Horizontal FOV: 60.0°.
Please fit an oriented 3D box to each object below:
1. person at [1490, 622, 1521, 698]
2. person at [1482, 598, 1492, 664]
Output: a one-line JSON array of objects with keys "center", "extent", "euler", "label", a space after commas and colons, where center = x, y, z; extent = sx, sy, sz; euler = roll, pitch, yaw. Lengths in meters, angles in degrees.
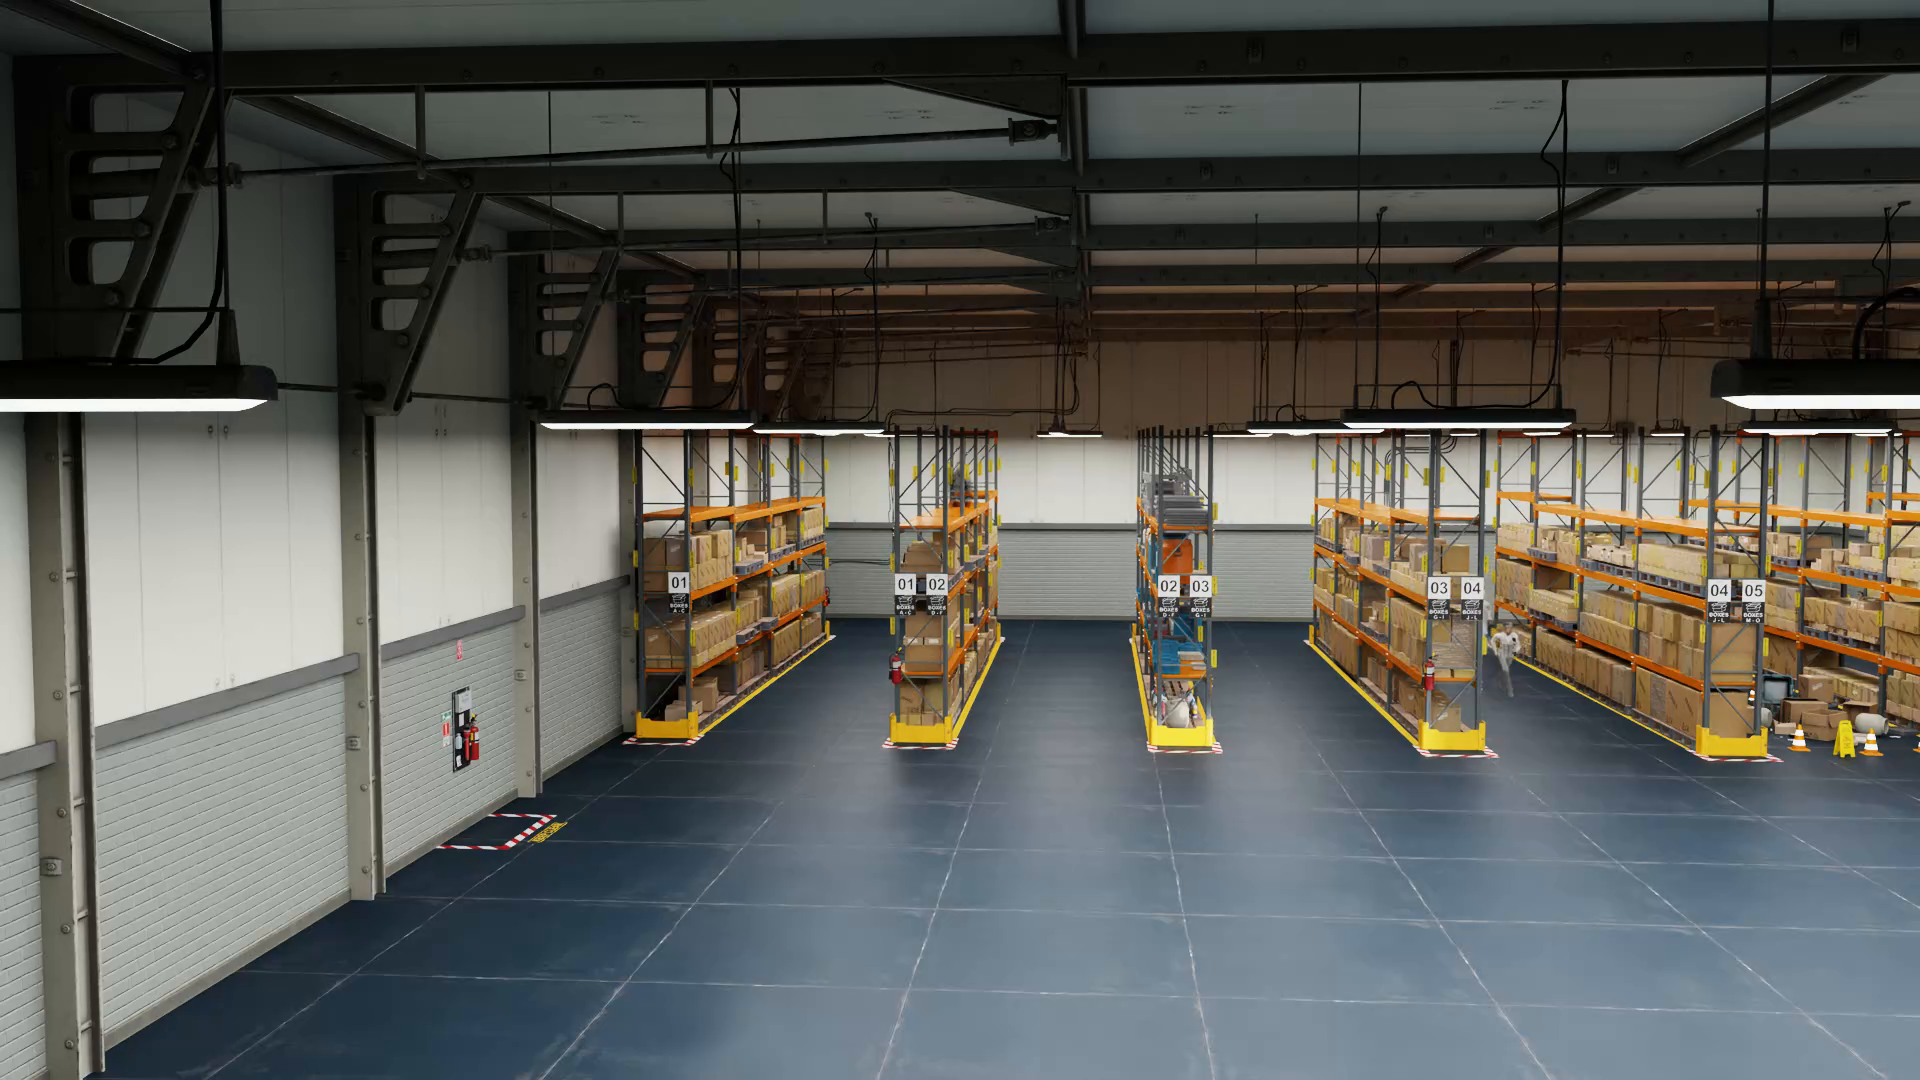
[{"center": [12.253, 2.653, 37.373], "extent": [0.618, 1.687, 1.060], "euler": [0, 3, -5], "label": "person"}, {"center": [13.379, 2.255, 42.953], "extent": [0.734, 1.784, 1.109], "euler": [0, 3, 3], "label": "person"}]
